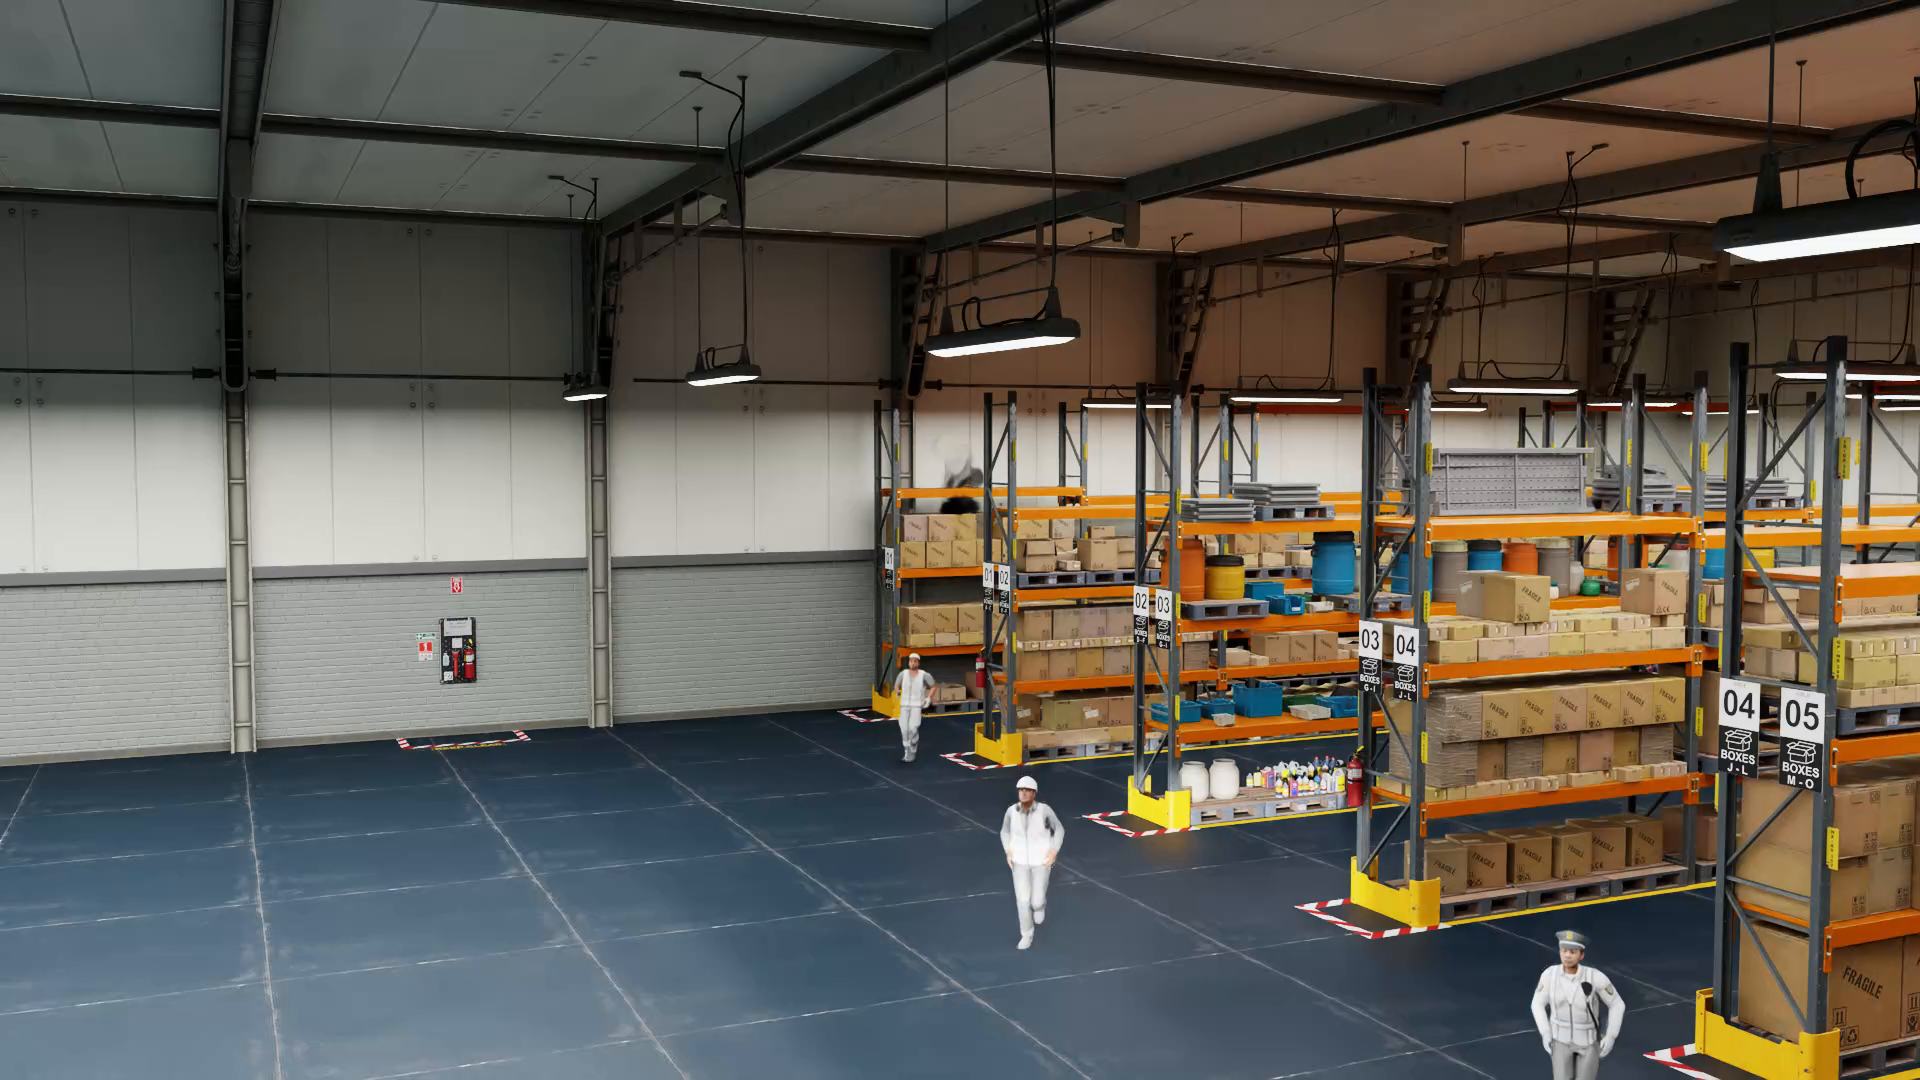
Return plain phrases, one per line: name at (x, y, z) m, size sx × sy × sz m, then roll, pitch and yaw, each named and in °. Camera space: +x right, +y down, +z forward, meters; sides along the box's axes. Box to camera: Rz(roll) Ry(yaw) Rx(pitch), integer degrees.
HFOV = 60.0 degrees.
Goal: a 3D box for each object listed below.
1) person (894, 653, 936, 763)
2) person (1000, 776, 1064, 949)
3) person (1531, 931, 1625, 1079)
person at (-0.778, 2.713, 26.853) m, size 0.671 × 1.765 × 0.566 m, roll 1°, pitch 3°, yaw 17°
person at (0.748, 3.300, 17.214) m, size 0.668 × 1.756 × 0.651 m, roll 1°, pitch 3°, yaw 13°
person at (4.485, 3.643, 12.098) m, size 0.636 × 1.668 × 0.619 m, roll 2°, pitch 4°, yaw 29°
